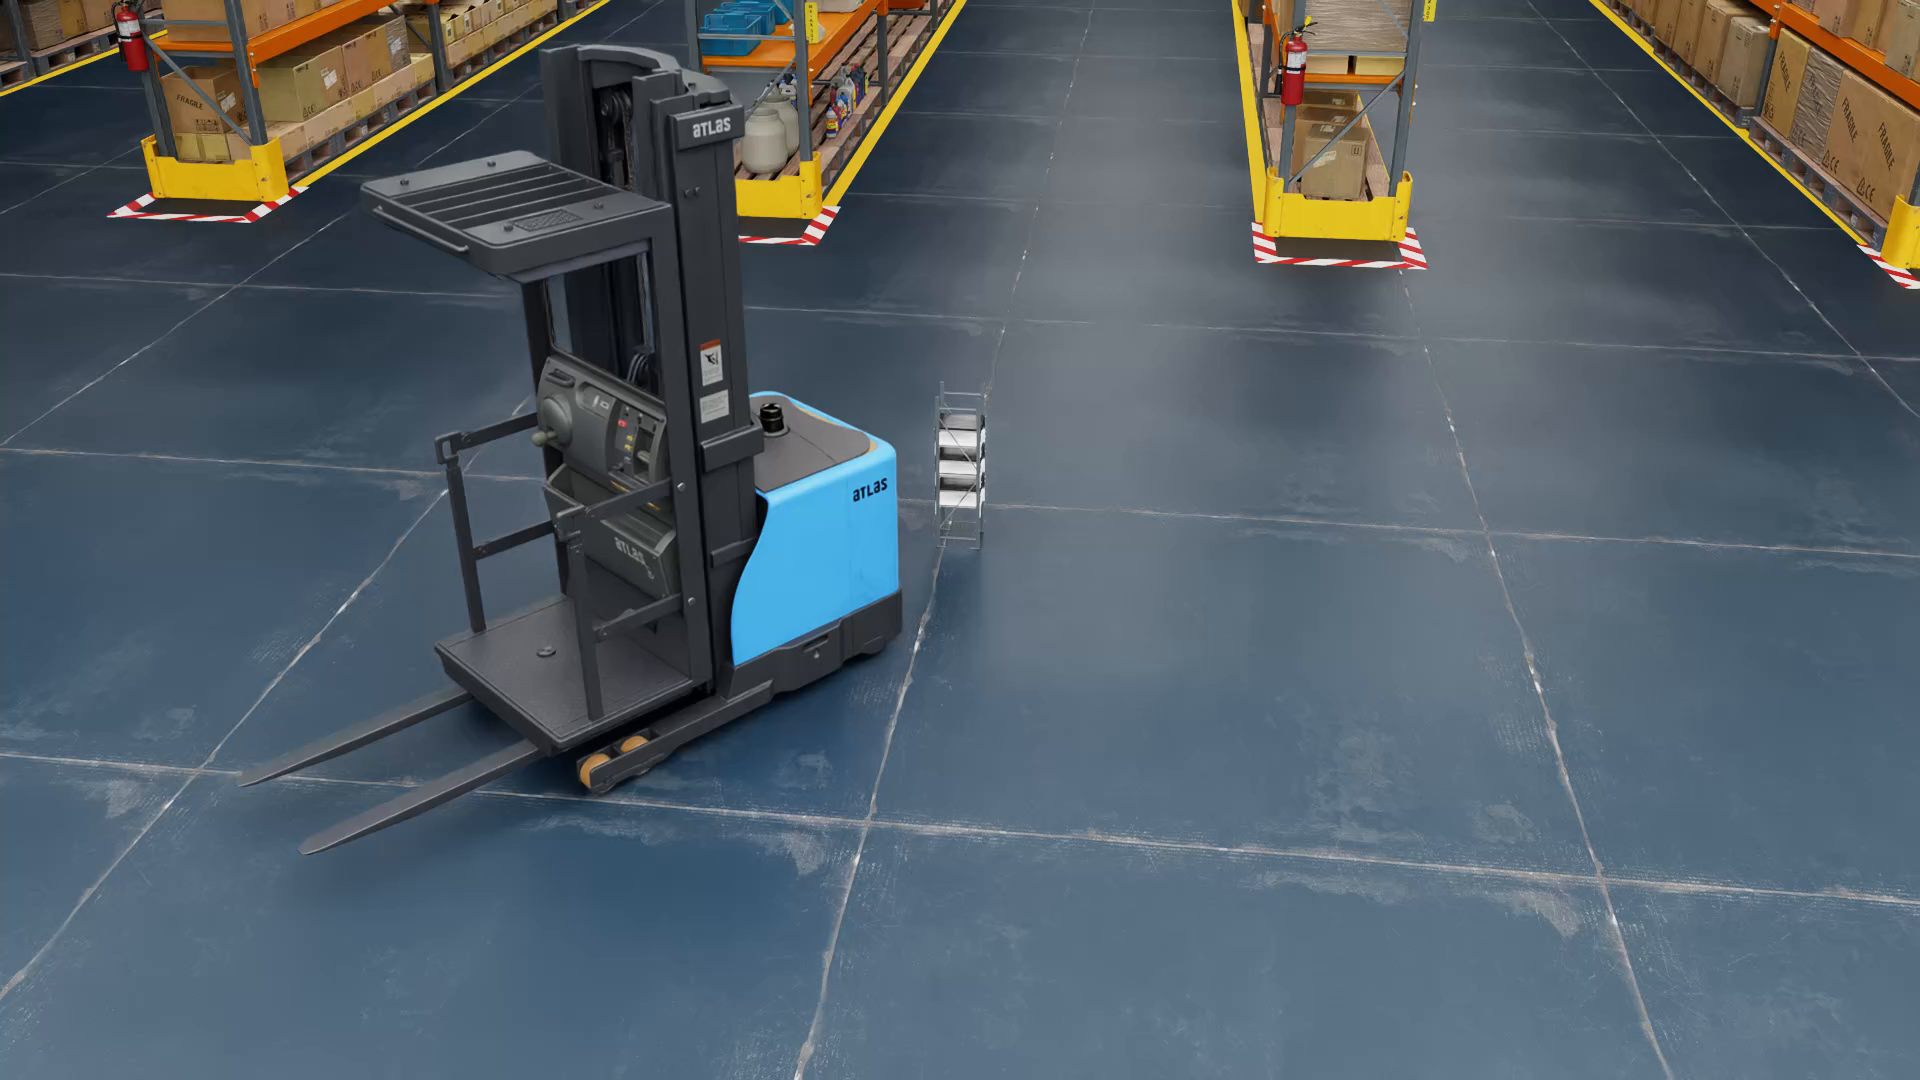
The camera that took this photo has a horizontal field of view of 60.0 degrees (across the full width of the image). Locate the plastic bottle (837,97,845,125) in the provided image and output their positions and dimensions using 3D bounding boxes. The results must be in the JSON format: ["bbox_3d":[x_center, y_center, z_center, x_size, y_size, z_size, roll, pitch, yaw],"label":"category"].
[{"bbox_3d":[-1.183,-4.212,16.318,0.097,0.271,0.097,0,28,0],"label":"plastic bottle"}]

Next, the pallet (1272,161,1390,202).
[{"bbox_3d":[3.291,-3.076,14.738,1.003,0.211,1.213,3,28,6],"label":"pallet"}]

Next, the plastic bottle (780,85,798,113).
[{"bbox_3d":[-1.714,-4.411,16.684,0.152,0.276,0.135,3,28,6],"label":"plastic bottle"}]

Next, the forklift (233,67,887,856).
[{"bbox_3d":[-1.736,-0.429,7.023,2.937,2.867,1.118,-24,37,-37],"label":"forklift"}]

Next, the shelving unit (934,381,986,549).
[{"bbox_3d":[0.001,-0.400,9.044,0.258,0.900,0.210,3,28,6],"label":"shelving unit"}]

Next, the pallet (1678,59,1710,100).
[{"bbox_3d":[8.714,-5.151,18.588,1.003,0.211,1.213,3,28,6],"label":"pallet"}]

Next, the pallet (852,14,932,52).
[{"bbox_3d":[-0.922,-6.351,20.817,1.003,0.211,1.213,3,28,6],"label":"pallet"}]

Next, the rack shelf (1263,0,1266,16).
[{"bbox_3d":[1.464,-7.758,18.322,5.951,3.145,4.000,3,28,6],"label":"rack shelf"}]

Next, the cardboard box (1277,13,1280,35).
[{"bbox_3d":[3.057,-4.635,14.957,0.380,0.149,0.250,3,28,6],"label":"cardboard box"}]

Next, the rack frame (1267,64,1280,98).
[{"bbox_3d":[3.640,-5.770,16.798,0.949,2.616,0.053,3,28,6],"label":"rack frame"}]

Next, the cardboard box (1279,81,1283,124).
[{"bbox_3d":[3.486,-4.399,16.445,0.500,0.500,0.500,13,31,22],"label":"cardboard box"}]

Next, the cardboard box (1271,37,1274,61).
[{"bbox_3d":[3.879,-5.638,18.725,0.700,0.500,0.500,1,28,2],"label":"cardboard box"}]

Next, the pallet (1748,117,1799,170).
[{"bbox_3d":[8.377,-3.854,16.181,1.003,0.211,1.213,3,28,6],"label":"pallet"}]

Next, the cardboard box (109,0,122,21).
[{"bbox_3d":[-10.869,-6.797,20.876,0.712,0.500,0.516,3,28,5],"label":"cardboard box"}]

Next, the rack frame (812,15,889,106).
[{"bbox_3d":[-1.279,-6.058,17.333,1.000,3.000,0.127,3,28,6],"label":"rack frame"}]

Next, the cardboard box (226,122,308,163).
[{"bbox_3d":[-6.398,-3.679,15.373,0.500,0.250,0.500,3,28,6],"label":"cardboard box"}]

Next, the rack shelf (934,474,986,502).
[{"bbox_3d":[0.001,-0.291,9.102,0.258,0.077,0.200,3,28,6],"label":"rack shelf"}]

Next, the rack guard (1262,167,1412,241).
[{"bbox_3d":[3.156,-2.823,13.963,1.175,0.500,0.348,3,28,6],"label":"rack guard"}]

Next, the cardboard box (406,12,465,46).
[{"bbox_3d":[-5.896,-5.749,18.624,0.500,0.311,0.500,3,29,6],"label":"cardboard box"}]

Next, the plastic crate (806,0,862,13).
[{"bbox_3d":[-1.226,-5.163,15.949,0.530,0.136,0.437,3,28,6],"label":"plastic crate"}]

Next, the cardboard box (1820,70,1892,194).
[{"bbox_3d":[8.180,-3.539,14.453,0.875,0.875,0.875,3,28,5],"label":"cardboard box"}]

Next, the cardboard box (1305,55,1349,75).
[{"bbox_3d":[2.977,-3.923,13.635,0.380,0.149,0.250,3,28,6],"label":"cardboard box"}]

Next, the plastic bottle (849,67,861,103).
[{"bbox_3d":[-1.095,-4.676,17.095,0.144,0.351,0.185,2,28,4],"label":"plastic bottle"}]

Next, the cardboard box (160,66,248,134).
[{"bbox_3d":[-6.914,-4.039,15.251,0.500,0.500,0.500,3,28,6],"label":"cardboard box"}]

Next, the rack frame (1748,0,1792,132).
[{"bbox_3d":[8.547,-5.435,16.175,1.000,3.000,0.127,3,28,6],"label":"rack frame"}]

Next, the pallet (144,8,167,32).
[{"bbox_3d":[-10.718,-6.922,21.875,1.003,0.211,1.213,3,28,6],"label":"pallet"}]

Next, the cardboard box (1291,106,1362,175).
[{"bbox_3d":[3.279,-3.548,14.867,0.500,0.500,0.500,11,30,19],"label":"cardboard box"}]

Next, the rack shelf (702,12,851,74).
[{"bbox_3d":[-1.524,-4.886,15.710,0.919,0.124,3.809,3,28,6],"label":"rack shelf"}]

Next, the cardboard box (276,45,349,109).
[{"bbox_3d":[-6.290,-4.481,16.070,0.500,0.500,0.500,3,28,6],"label":"cardboard box"}]

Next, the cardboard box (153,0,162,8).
[{"bbox_3d":[-10.657,-7.268,21.750,0.700,0.500,0.500,4,29,7],"label":"cardboard box"}]

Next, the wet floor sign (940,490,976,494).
[{"bbox_3d":[5.952,-1.266,10.920,8.976,0.644,9.326,14,31,24],"label":"wet floor sign"}]

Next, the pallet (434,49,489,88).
[{"bbox_3d":[-6.143,-5.470,19.180,1.003,0.211,1.213,3,28,6],"label":"pallet"}]

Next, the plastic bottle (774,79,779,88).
[{"bbox_3d":[-1.874,-4.536,16.908,0.061,0.283,0.133,5,29,8],"label":"plastic bottle"}]

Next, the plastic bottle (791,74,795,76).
[{"bbox_3d":[-1.765,-4.775,17.358,0.152,0.276,0.135,4,29,8],"label":"plastic bottle"}]

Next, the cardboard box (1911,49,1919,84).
[{"bbox_3d":[8.058,-3.795,12.974,0.875,0.550,0.550,3,28,6],"label":"cardboard box"}]

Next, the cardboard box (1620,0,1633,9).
[{"bbox_3d":[8.975,-7.221,21.684,0.500,0.500,0.500,2,28,4],"label":"cardboard box"}]

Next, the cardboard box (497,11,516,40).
[{"bbox_3d":[-5.711,-6.222,20.092,0.500,0.250,0.500,4,29,7],"label":"cardboard box"}]

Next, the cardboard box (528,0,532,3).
[{"bbox_3d":[-5.581,-6.946,20.846,0.500,0.311,0.500,3,28,5],"label":"cardboard box"}]

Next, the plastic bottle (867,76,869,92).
[{"bbox_3d":[-1.014,-4.831,17.542,0.097,0.201,0.097,0,28,0],"label":"plastic bottle"}]

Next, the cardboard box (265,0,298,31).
[{"bbox_3d":[-6.555,-4.976,15.218,0.700,0.500,0.500,4,29,8],"label":"cardboard box"}]

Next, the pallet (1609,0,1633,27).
[{"bbox_3d":[9.287,-7.030,22.077,1.003,0.211,1.213,3,28,6],"label":"pallet"}]

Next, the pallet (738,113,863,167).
[{"bbox_3d":[-1.549,-3.941,16.343,1.003,0.211,1.213,3,28,6],"label":"pallet"}]

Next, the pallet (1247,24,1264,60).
[{"bbox_3d":[4.030,-6.058,20.272,1.003,0.211,1.213,3,28,6],"label":"pallet"}]

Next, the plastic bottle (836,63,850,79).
[{"bbox_3d":[-1.214,-4.774,17.279,0.144,0.351,0.185,3,28,6],"label":"plastic bottle"}]

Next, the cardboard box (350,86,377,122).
[{"bbox_3d":[-6.212,-4.385,16.683,0.500,0.250,0.500,3,28,6],"label":"cardboard box"}]

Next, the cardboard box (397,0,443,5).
[{"bbox_3d":[-6.308,-6.257,19.566,0.500,0.311,0.500,3,28,6],"label":"cardboard box"}]

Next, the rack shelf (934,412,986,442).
[{"bbox_3d":[0.001,-0.608,8.931,0.258,0.077,0.200,3,28,6],"label":"rack shelf"}]

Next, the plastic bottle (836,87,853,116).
[{"bbox_3d":[-1.158,-4.414,16.689,0.152,0.276,0.135,4,29,7],"label":"plastic bottle"}]
